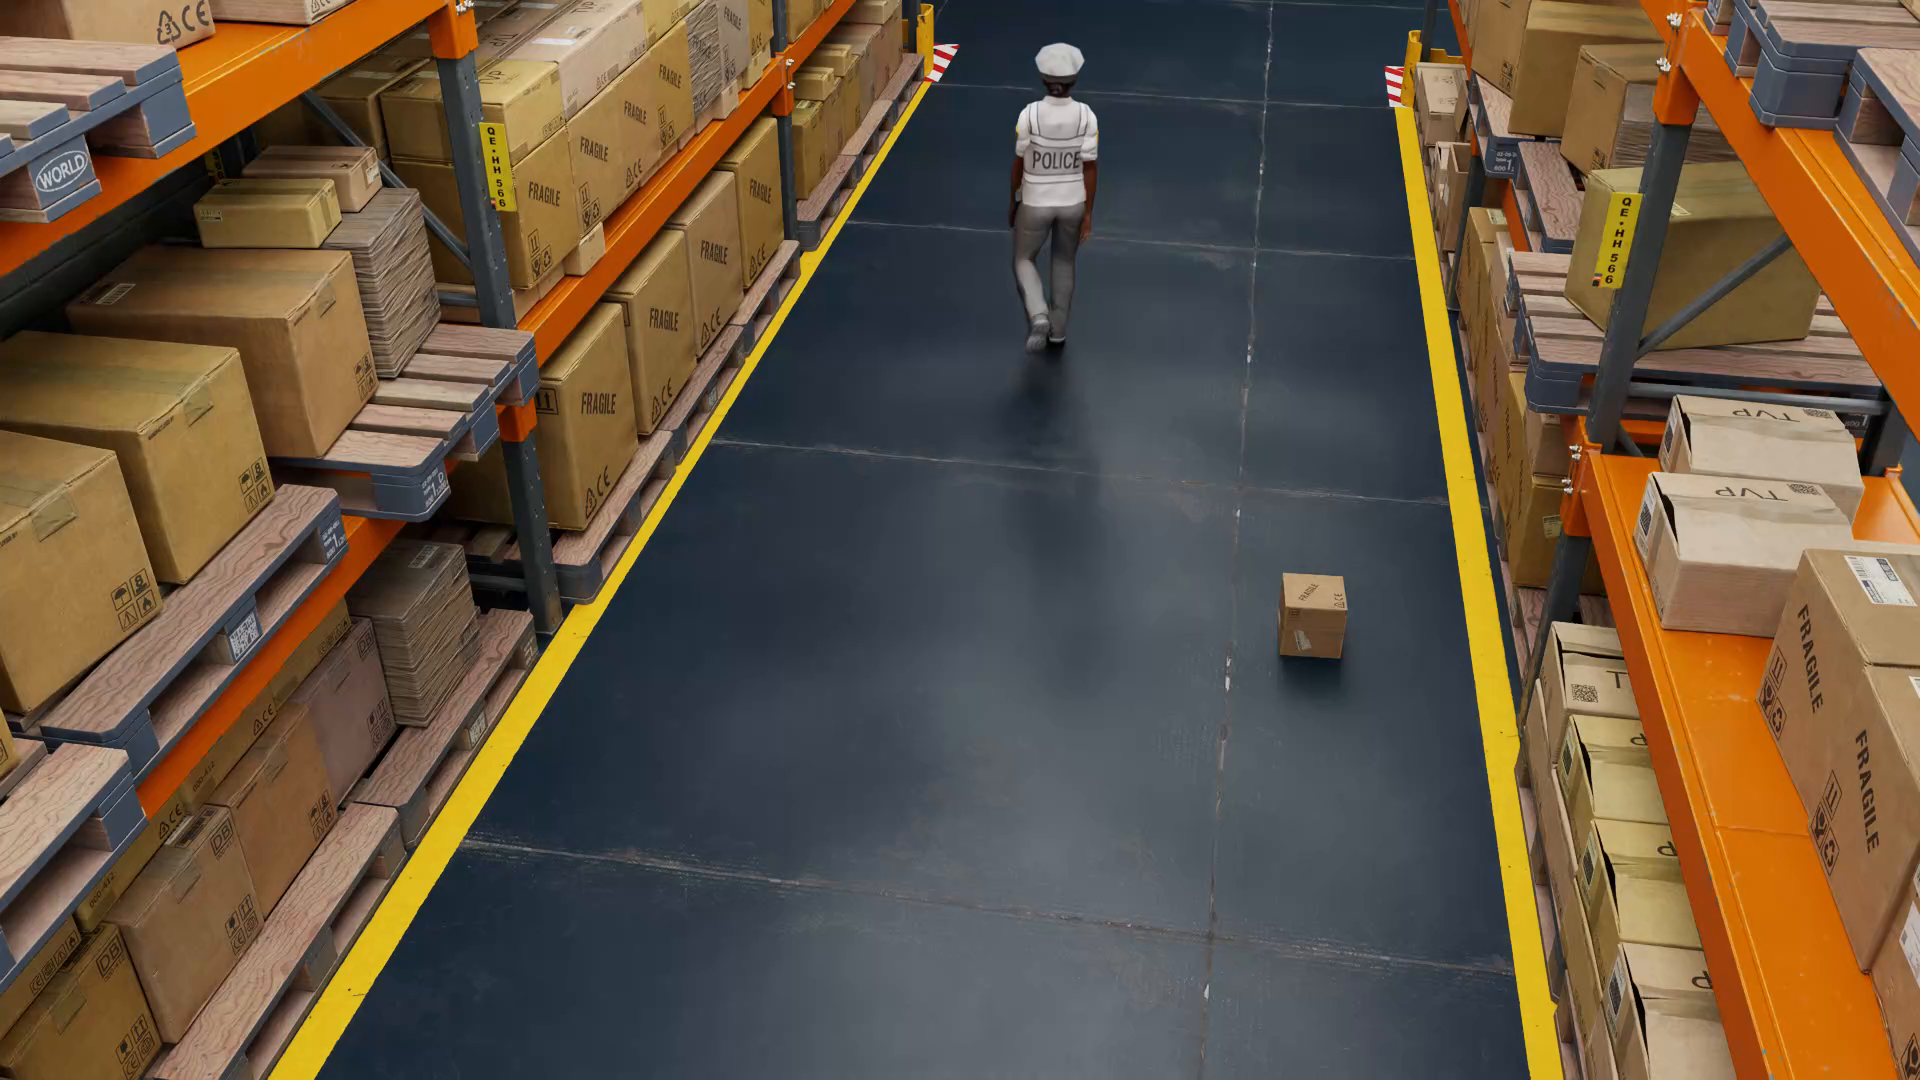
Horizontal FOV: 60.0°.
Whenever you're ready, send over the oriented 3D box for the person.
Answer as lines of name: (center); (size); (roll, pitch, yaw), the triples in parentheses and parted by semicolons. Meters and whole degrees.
person: (0.494, -1.788, 8.869); (0.454, 1.669, 0.618); (-3, 33, -5)
